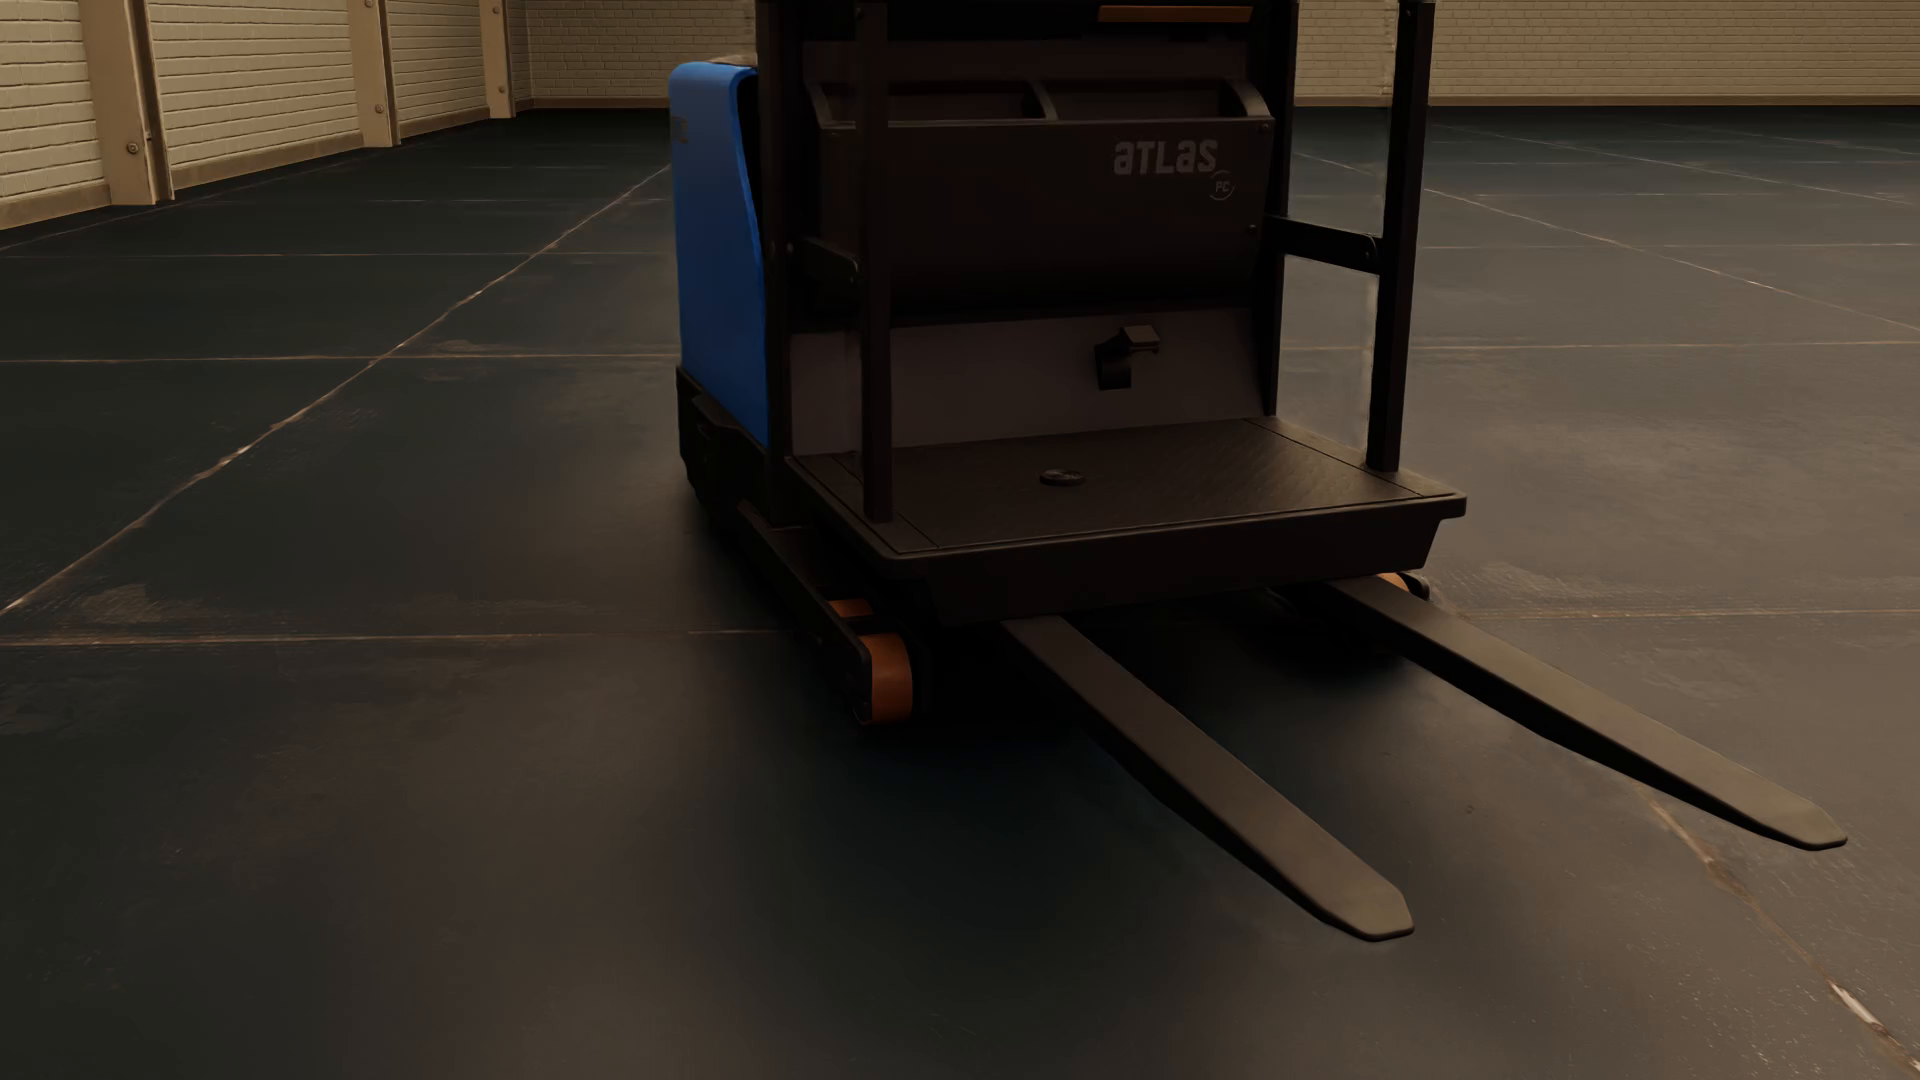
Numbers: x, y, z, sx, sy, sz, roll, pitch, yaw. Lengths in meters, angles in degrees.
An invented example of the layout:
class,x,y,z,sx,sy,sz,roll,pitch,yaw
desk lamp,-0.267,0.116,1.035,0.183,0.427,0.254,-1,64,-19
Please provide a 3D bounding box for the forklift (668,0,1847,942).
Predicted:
class,x,y,z,sx,sy,sz,roll,pitch,yaw
forklift,0.236,-1.214,2.876,1.130,2.935,3.031,-6,18,-19
